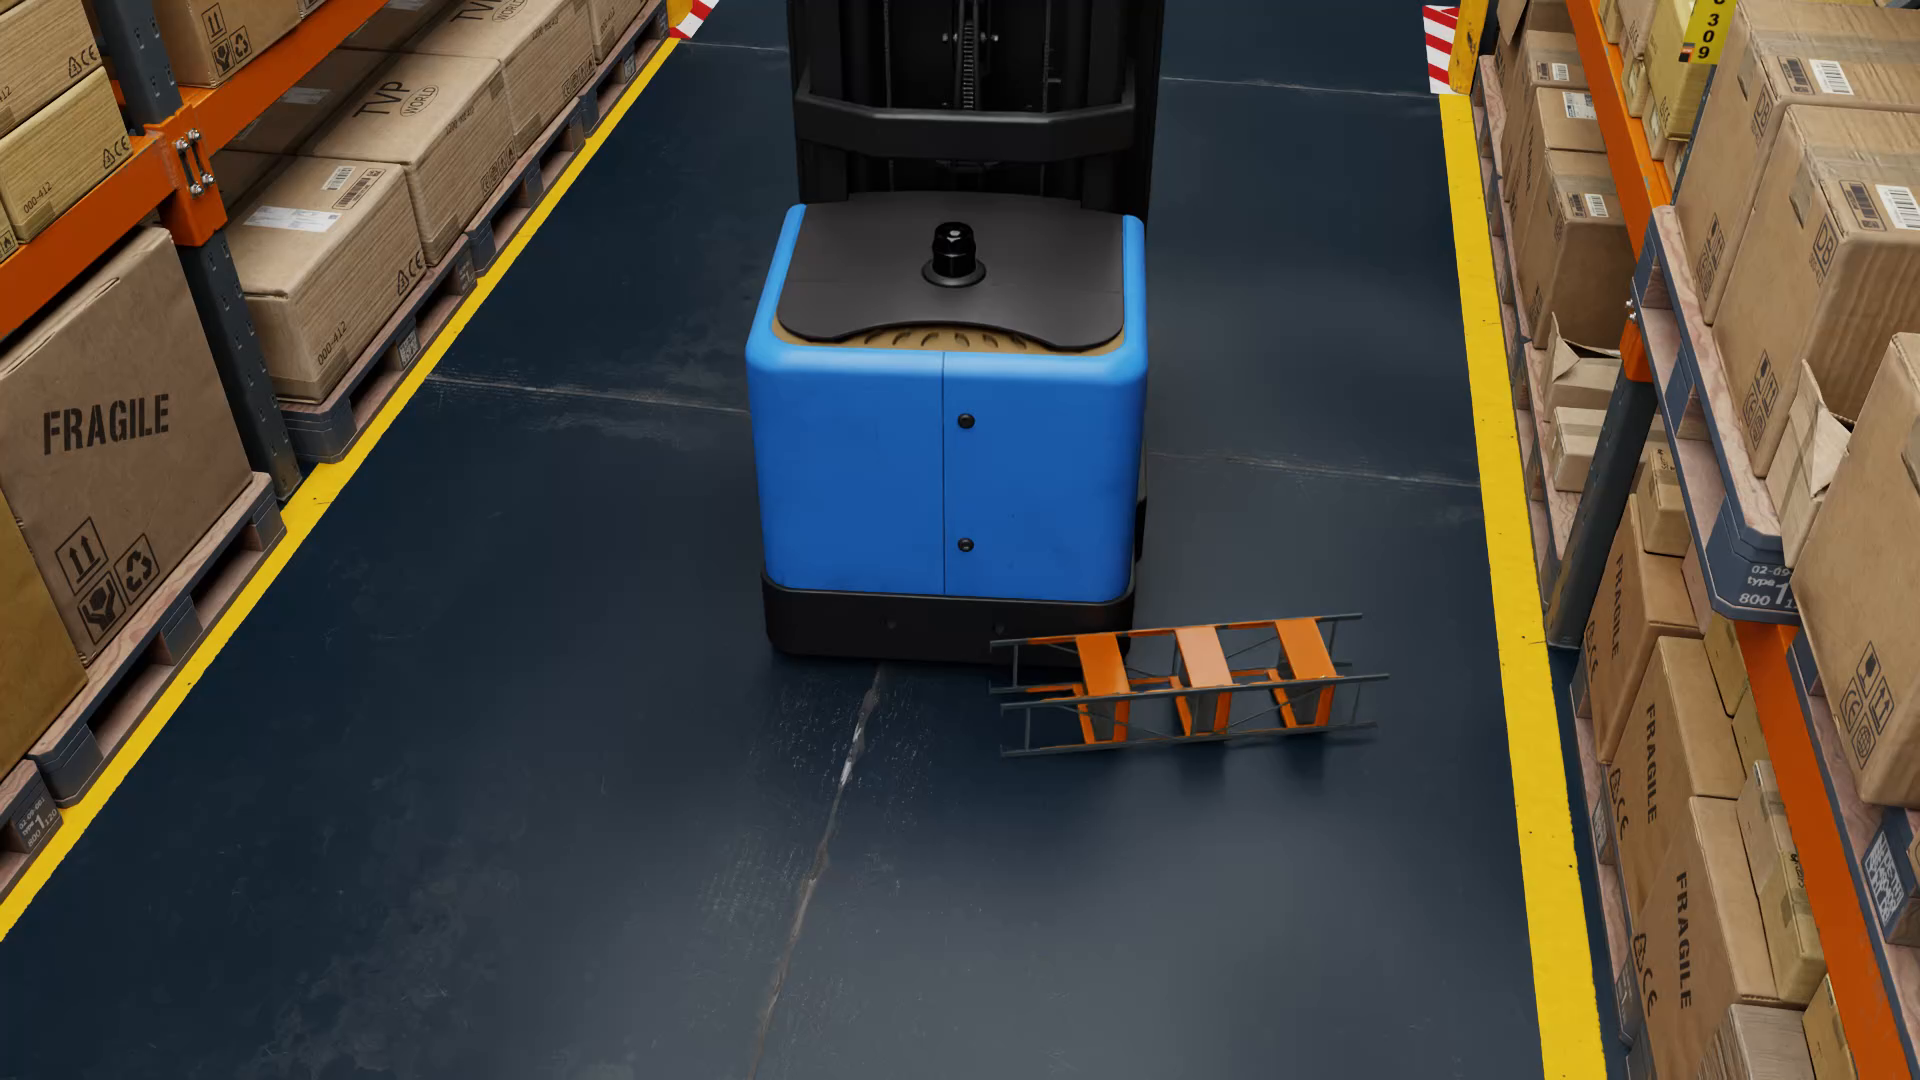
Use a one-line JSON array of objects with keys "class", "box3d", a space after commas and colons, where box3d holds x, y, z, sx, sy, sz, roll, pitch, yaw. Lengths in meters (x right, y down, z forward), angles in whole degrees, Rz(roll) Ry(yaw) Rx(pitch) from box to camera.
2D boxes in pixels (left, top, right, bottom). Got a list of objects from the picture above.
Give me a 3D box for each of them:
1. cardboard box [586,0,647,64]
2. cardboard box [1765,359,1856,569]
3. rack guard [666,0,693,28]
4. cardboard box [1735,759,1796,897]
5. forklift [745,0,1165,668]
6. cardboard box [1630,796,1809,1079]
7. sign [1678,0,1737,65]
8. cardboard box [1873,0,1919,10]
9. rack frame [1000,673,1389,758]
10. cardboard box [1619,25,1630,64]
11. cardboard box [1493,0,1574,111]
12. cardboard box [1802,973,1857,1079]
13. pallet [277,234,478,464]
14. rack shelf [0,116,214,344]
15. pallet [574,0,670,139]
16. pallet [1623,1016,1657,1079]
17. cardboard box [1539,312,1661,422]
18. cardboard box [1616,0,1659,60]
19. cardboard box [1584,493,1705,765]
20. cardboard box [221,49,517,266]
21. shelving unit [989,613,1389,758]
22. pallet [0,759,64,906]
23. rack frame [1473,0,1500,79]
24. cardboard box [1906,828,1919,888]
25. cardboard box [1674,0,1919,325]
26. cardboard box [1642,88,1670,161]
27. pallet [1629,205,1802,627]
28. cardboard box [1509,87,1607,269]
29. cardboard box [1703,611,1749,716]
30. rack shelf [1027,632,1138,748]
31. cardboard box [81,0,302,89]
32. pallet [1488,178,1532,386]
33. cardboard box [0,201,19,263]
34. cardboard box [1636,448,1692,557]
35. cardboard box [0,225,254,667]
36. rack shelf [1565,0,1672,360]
[{"class": "cardboard box", "box3d": [-1.991, -2.627, 7.755, 0.875, 0.438, 0.875, 5, 40, 6]}, {"class": "cardboard box", "box3d": [1.603, -0.103, 2.797, 0.396, 0.266, 0.258, 8, 40, 10]}, {"class": "rack guard", "box3d": [-1.972, -2.930, 8.401, 1.175, 0.500, 0.348, 6, 40, 8]}, {"class": "cardboard box", "box3d": [1.778, 0.595, 3.299, 0.380, 0.149, 0.250, 6, 40, 8]}, {"class": "forklift", "box3d": [0.061, -1.692, 4.996, 1.130, 2.935, 3.031, 3, 40, 3]}, {"class": "cardboard box", "box3d": [1.743, 0.905, 3.433, 0.500, 0.500, 0.500, 5, 40, 6]}, {"class": "sign", "box3d": [1.686, -1.212, 3.682, 0.100, 0.325, 0.005, 6, 40, 8]}, {"class": "cardboard box", "box3d": [2.573, -1.161, 4.184, 0.500, 0.250, 0.500, 6, 40, 7]}, {"class": "rack frame", "box3d": [0.630, 0.474, 4.484, 1.050, 0.200, 0.008, -4, 40, -5]}, {"class": "cardboard box", "box3d": [2.145, -1.447, 4.844, 0.380, 0.149, 0.250, 7, 40, 9]}, {"class": "cardboard box", "box3d": [2.715, -2.160, 7.137, 0.797, 0.503, 0.637, 5, 40, 6]}, {"class": "cardboard box", "box3d": [1.715, 0.923, 2.902, 0.380, 0.149, 0.250, 7, 40, 8]}, {"class": "pallet", "box3d": [-2.459, -0.762, 6.006, 1.003, 0.211, 1.213, 6, 40, 8]}, {"class": "rack shelf", "box3d": [-3.014, 0.165, 3.261, 1.077, 0.370, 4.000, 6, 40, 8]}, {"class": "pallet", "box3d": [-2.037, -2.293, 7.858, 1.003, 0.211, 1.213, 6, 40, 8]}, {"class": "pallet", "box3d": [1.909, 1.534, 3.229, 1.003, 0.211, 1.213, 6, 40, 8]}, {"class": "cardboard box", "box3d": [2.090, -0.537, 5.362, 0.396, 0.266, 0.258, 8, 40, 9]}, {"class": "cardboard box", "box3d": [2.142, -1.542, 4.646, 0.500, 0.250, 0.500, 7, 40, 8]}, {"class": "cardboard box", "box3d": [1.916, 0.257, 4.217, 0.500, 0.500, 0.500, 8, 40, 10]}, {"class": "cardboard box", "box3d": [-2.299, -1.486, 6.375, 0.875, 0.438, 0.875, 5, 40, 6]}, {"class": "shelving unit", "box3d": [0.617, 0.397, 4.578, 1.050, 0.215, 0.252, -4, 40, -5]}, {"class": "pallet", "box3d": [-2.936, 0.967, 3.914, 1.003, 0.211, 1.213, 6, 40, 8]}, {"class": "rack frame", "box3d": [2.914, -3.333, 6.927, 1.000, 3.000, 0.127, 6, 40, 8]}, {"class": "cardboard box", "box3d": [1.630, 0.441, 1.952, 0.797, 0.503, 0.637, 6, 40, 7]}, {"class": "cardboard box", "box3d": [1.918, -0.744, 3.388, 0.700, 0.500, 0.500, 7, 40, 9]}, {"class": "cardboard box", "box3d": [2.052, -1.120, 4.447, 0.380, 0.149, 0.250, 7, 40, 9]}, {"class": "pallet", "box3d": [1.976, -0.259, 3.360, 1.003, 0.211, 1.213, 6, 40, 8]}, {"class": "cardboard box", "box3d": [2.338, -1.305, 6.107, 0.500, 0.500, 0.500, 7, 40, 8]}, {"class": "cardboard box", "box3d": [1.893, 0.269, 3.693, 0.380, 0.149, 0.250, 4, 40, 5]}, {"class": "rack shelf", "box3d": [0.330, 0.417, 4.553, 0.259, 0.215, 0.240, -4, 40, -5]}, {"class": "cardboard box", "box3d": [-2.329, -1.672, 4.840, 0.500, 0.500, 0.500, 8, 40, 9]}, {"class": "pallet", "box3d": [2.550, -0.947, 6.230, 1.003, 0.211, 1.213, 6, 40, 8]}, {"class": "cardboard box", "box3d": [-2.586, -0.681, 3.838, 0.500, 0.250, 0.500, 6, 40, 7]}, {"class": "cardboard box", "box3d": [1.897, -0.076, 4.110, 0.380, 0.149, 0.250, 8, 40, 10]}, {"class": "cardboard box", "box3d": [-2.696, -0.313, 4.612, 0.875, 0.875, 0.875, 8, 40, 9]}, {"class": "rack shelf", "box3d": [2.568, -1.801, 5.639, 1.077, 0.370, 4.000, 6, 40, 8]}]
